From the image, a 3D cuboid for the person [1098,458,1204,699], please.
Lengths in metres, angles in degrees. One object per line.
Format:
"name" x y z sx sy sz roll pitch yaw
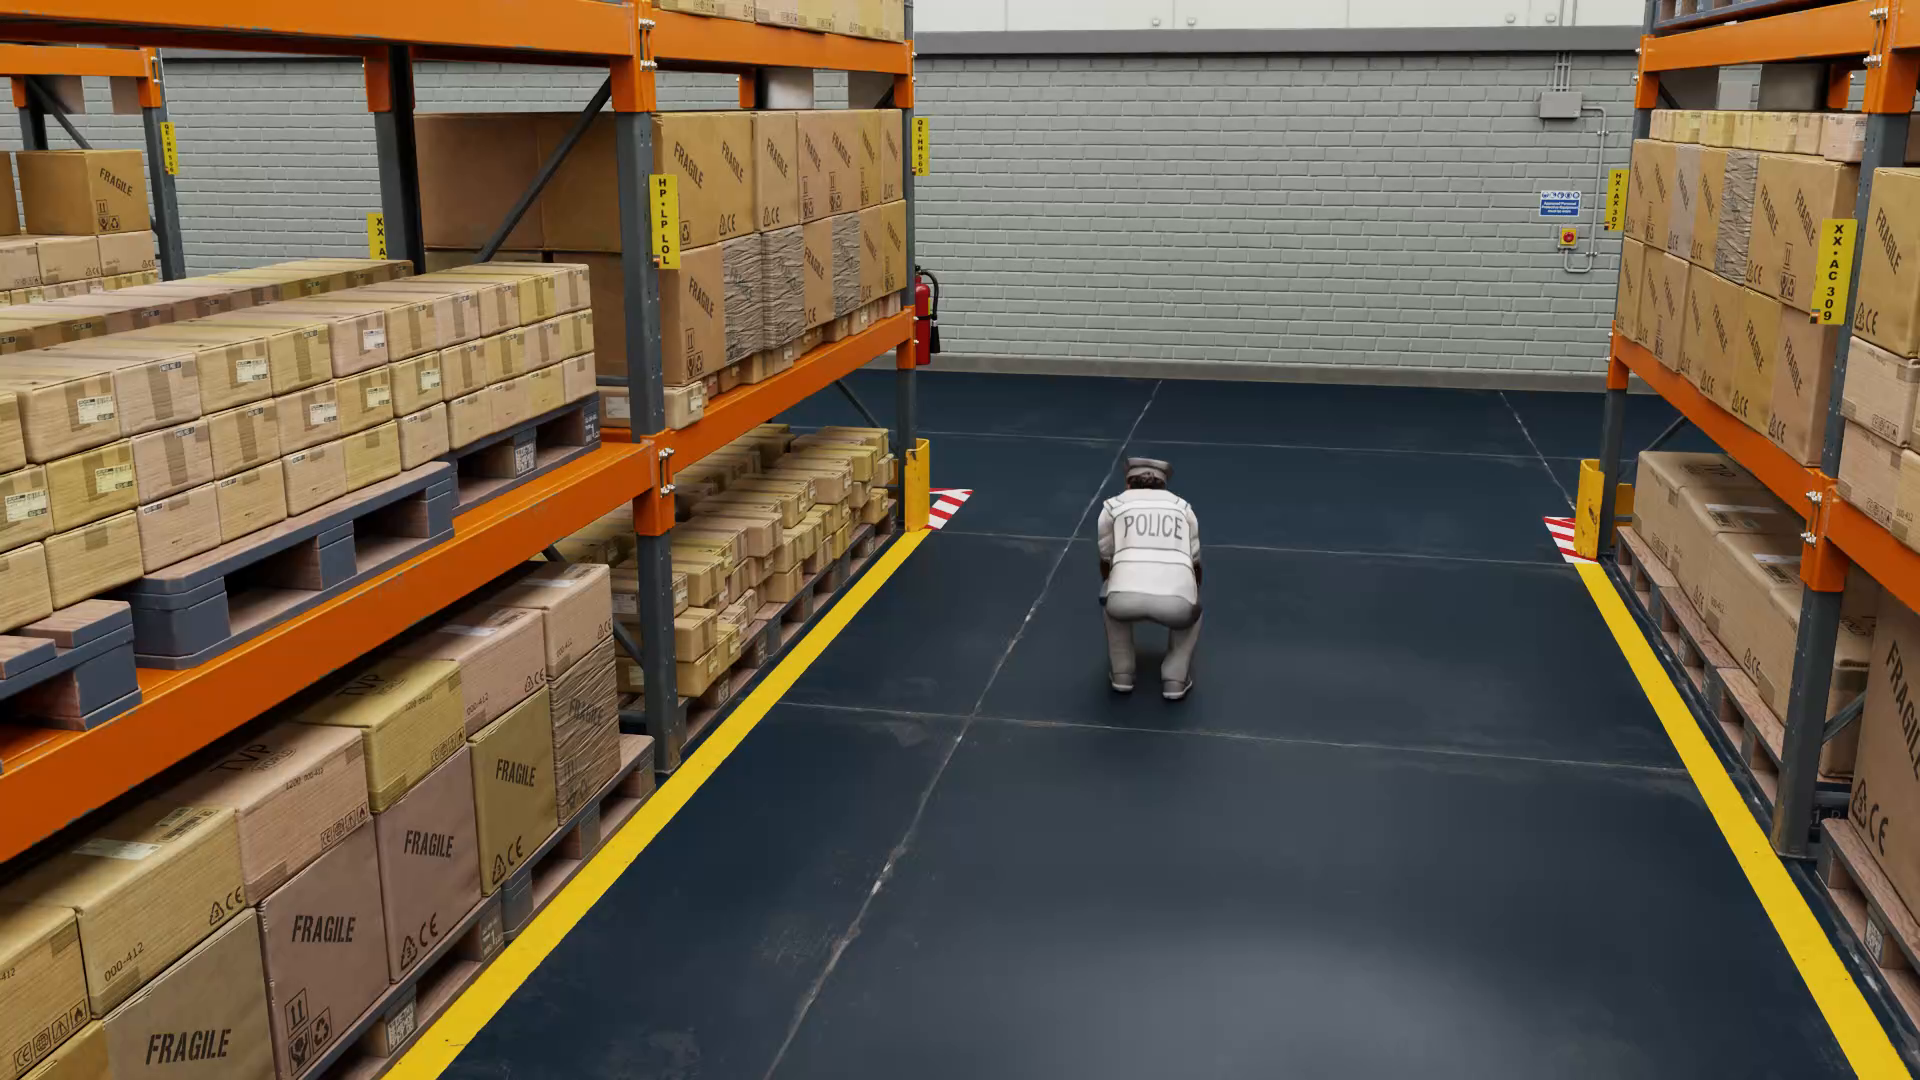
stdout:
"person" 0.828 0.159 7.289 0.483 0.968 0.838 3 15 11
